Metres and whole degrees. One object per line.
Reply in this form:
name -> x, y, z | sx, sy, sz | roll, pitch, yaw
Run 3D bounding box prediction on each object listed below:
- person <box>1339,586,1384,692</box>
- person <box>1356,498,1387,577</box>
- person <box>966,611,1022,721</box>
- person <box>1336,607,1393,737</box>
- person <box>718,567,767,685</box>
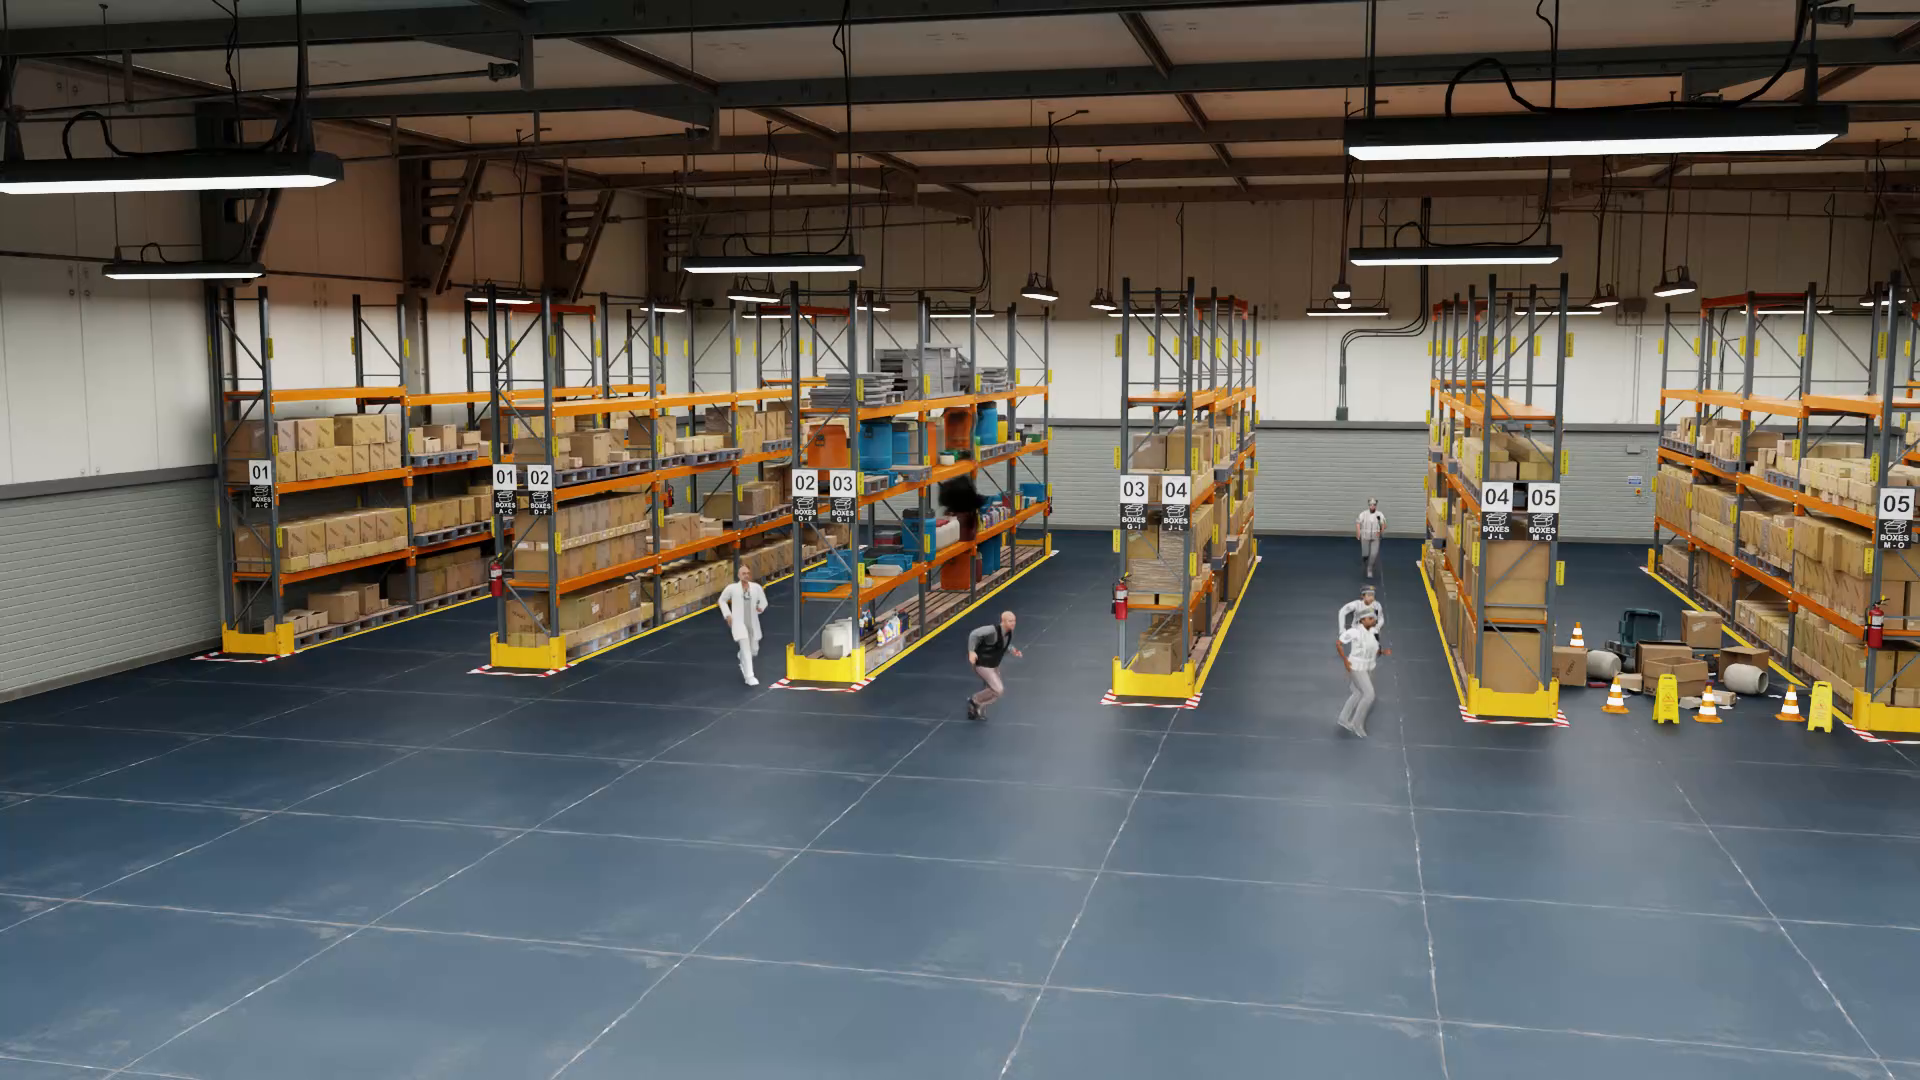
person -> 5.870, 1.437, 24.242 | 0.604, 1.616, 0.668 | -1, 7, -12
person -> 9.060, -0.056, 36.645 | 0.666, 1.746, 0.605 | 1, 7, 11
person -> 0.416, 1.700, 22.146 | 0.866, 1.544, 0.685 | 5, 8, 37
person -> 5.223, 1.715, 21.571 | 0.577, 1.726, 0.760 | -5, 8, -39
person -> -3.240, 1.262, 24.965 | 0.711, 1.750, 0.884 | -3, 7, -25
